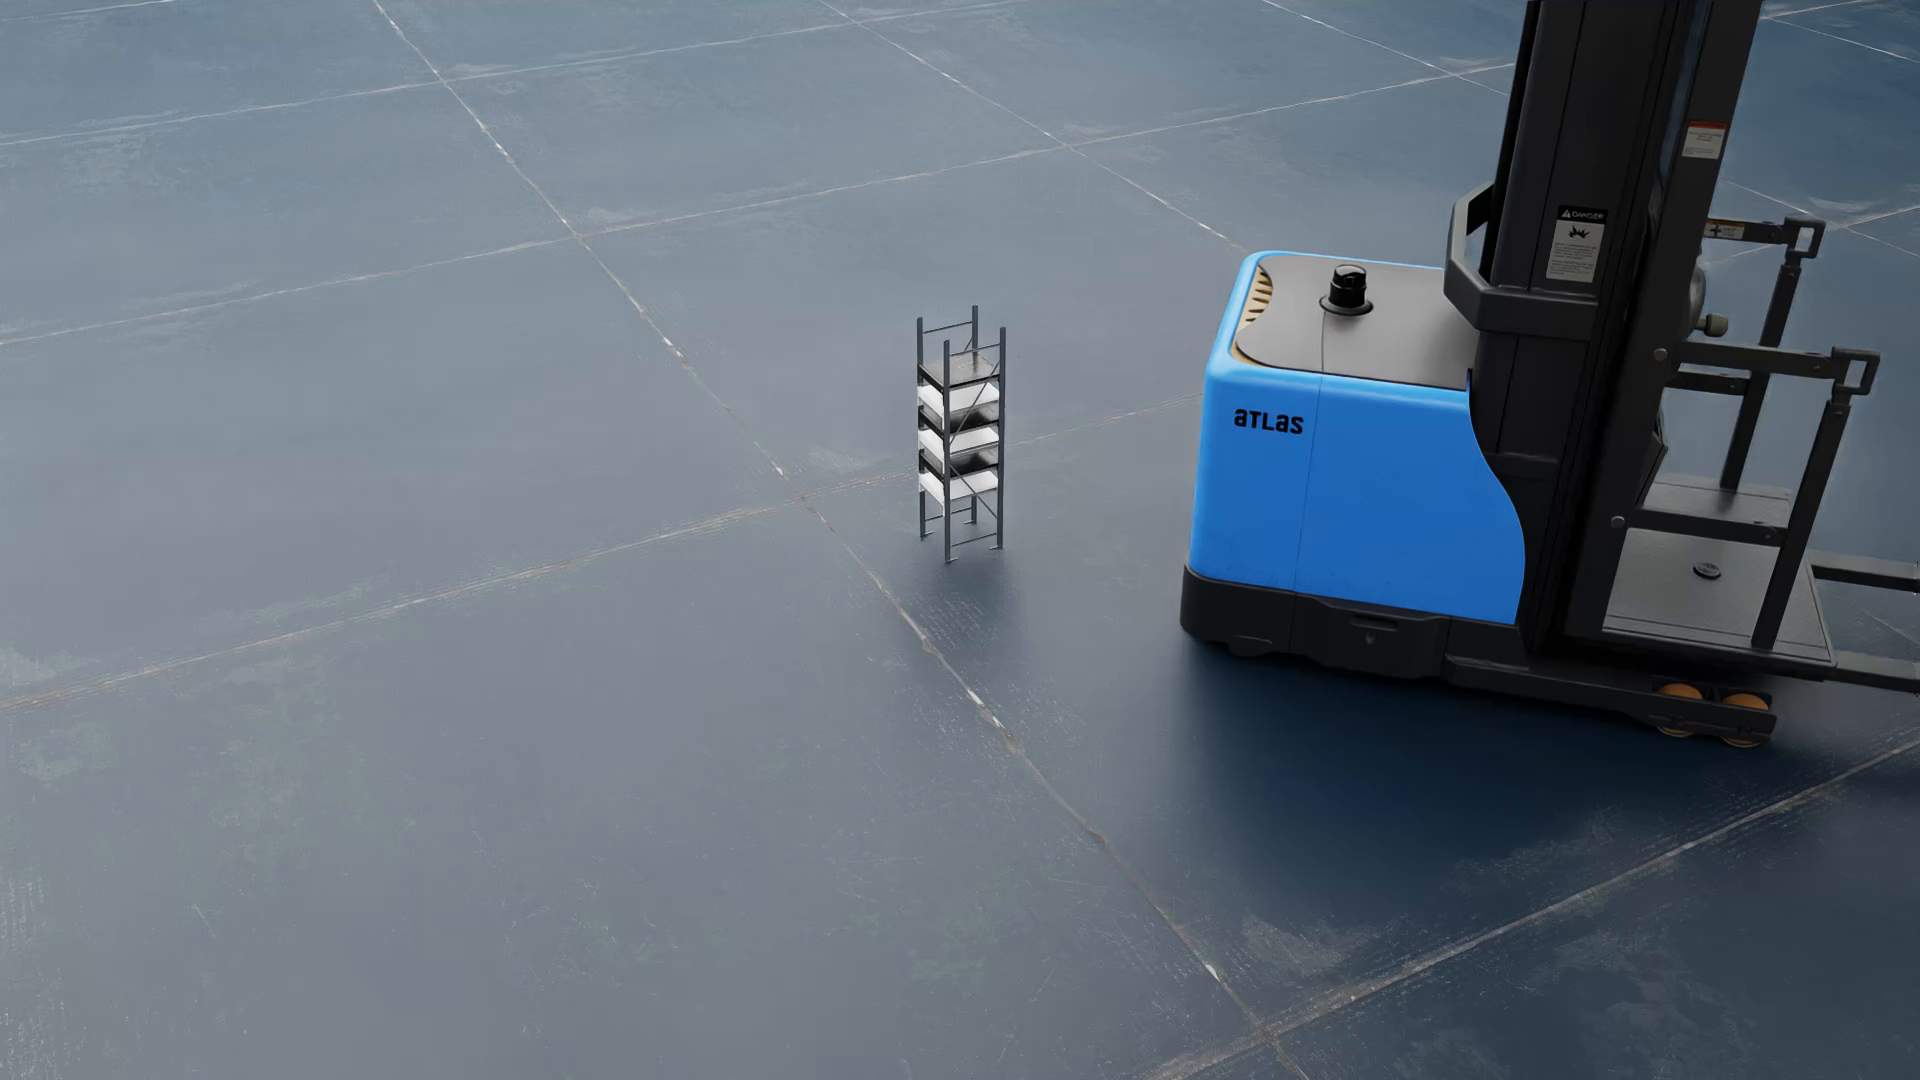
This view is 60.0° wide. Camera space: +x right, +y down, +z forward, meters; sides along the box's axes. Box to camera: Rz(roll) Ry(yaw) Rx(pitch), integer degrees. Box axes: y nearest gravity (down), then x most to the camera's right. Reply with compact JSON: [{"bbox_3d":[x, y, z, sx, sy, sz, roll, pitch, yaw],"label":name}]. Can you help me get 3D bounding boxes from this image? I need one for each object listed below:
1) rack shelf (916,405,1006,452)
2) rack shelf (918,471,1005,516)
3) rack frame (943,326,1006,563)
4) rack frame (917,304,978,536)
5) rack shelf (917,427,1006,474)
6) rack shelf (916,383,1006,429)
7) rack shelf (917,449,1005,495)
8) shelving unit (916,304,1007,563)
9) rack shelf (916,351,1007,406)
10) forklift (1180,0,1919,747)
[{"bbox_3d":[0.004,-0.423,5.971,0.258,0.077,0.200,-16,36,-23],"label":"rack shelf"},{"bbox_3d":[0.004,-0.195,6.116,0.258,0.077,0.200,-16,36,-23],"label":"rack shelf"},{"bbox_3d":[0.051,-0.327,5.925,0.240,0.900,0.006,-16,36,-23],"label":"rack frame"},{"bbox_3d":[-0.044,-0.424,6.077,0.240,0.900,0.006,-16,36,-23],"label":"rack frame"},{"bbox_3d":[0.004,-0.347,6.019,0.258,0.077,0.200,-16,36,-23],"label":"rack shelf"},{"bbox_3d":[0.004,-0.499,5.922,0.258,0.077,0.200,-16,36,-23],"label":"rack shelf"},{"bbox_3d":[0.004,-0.271,6.068,0.258,0.077,0.200,-16,36,-23],"label":"rack shelf"},{"bbox_3d":[0.004,-0.375,6.001,0.258,0.900,0.210,-16,36,-23],"label":"shelving unit"},{"bbox_3d":[0.004,-0.574,5.874,0.258,0.077,0.200,-16,36,-23],"label":"rack shelf"},{"bbox_3d":[2.325,-0.902,4.941,3.031,2.935,1.130,9,34,13],"label":"forklift"}]
